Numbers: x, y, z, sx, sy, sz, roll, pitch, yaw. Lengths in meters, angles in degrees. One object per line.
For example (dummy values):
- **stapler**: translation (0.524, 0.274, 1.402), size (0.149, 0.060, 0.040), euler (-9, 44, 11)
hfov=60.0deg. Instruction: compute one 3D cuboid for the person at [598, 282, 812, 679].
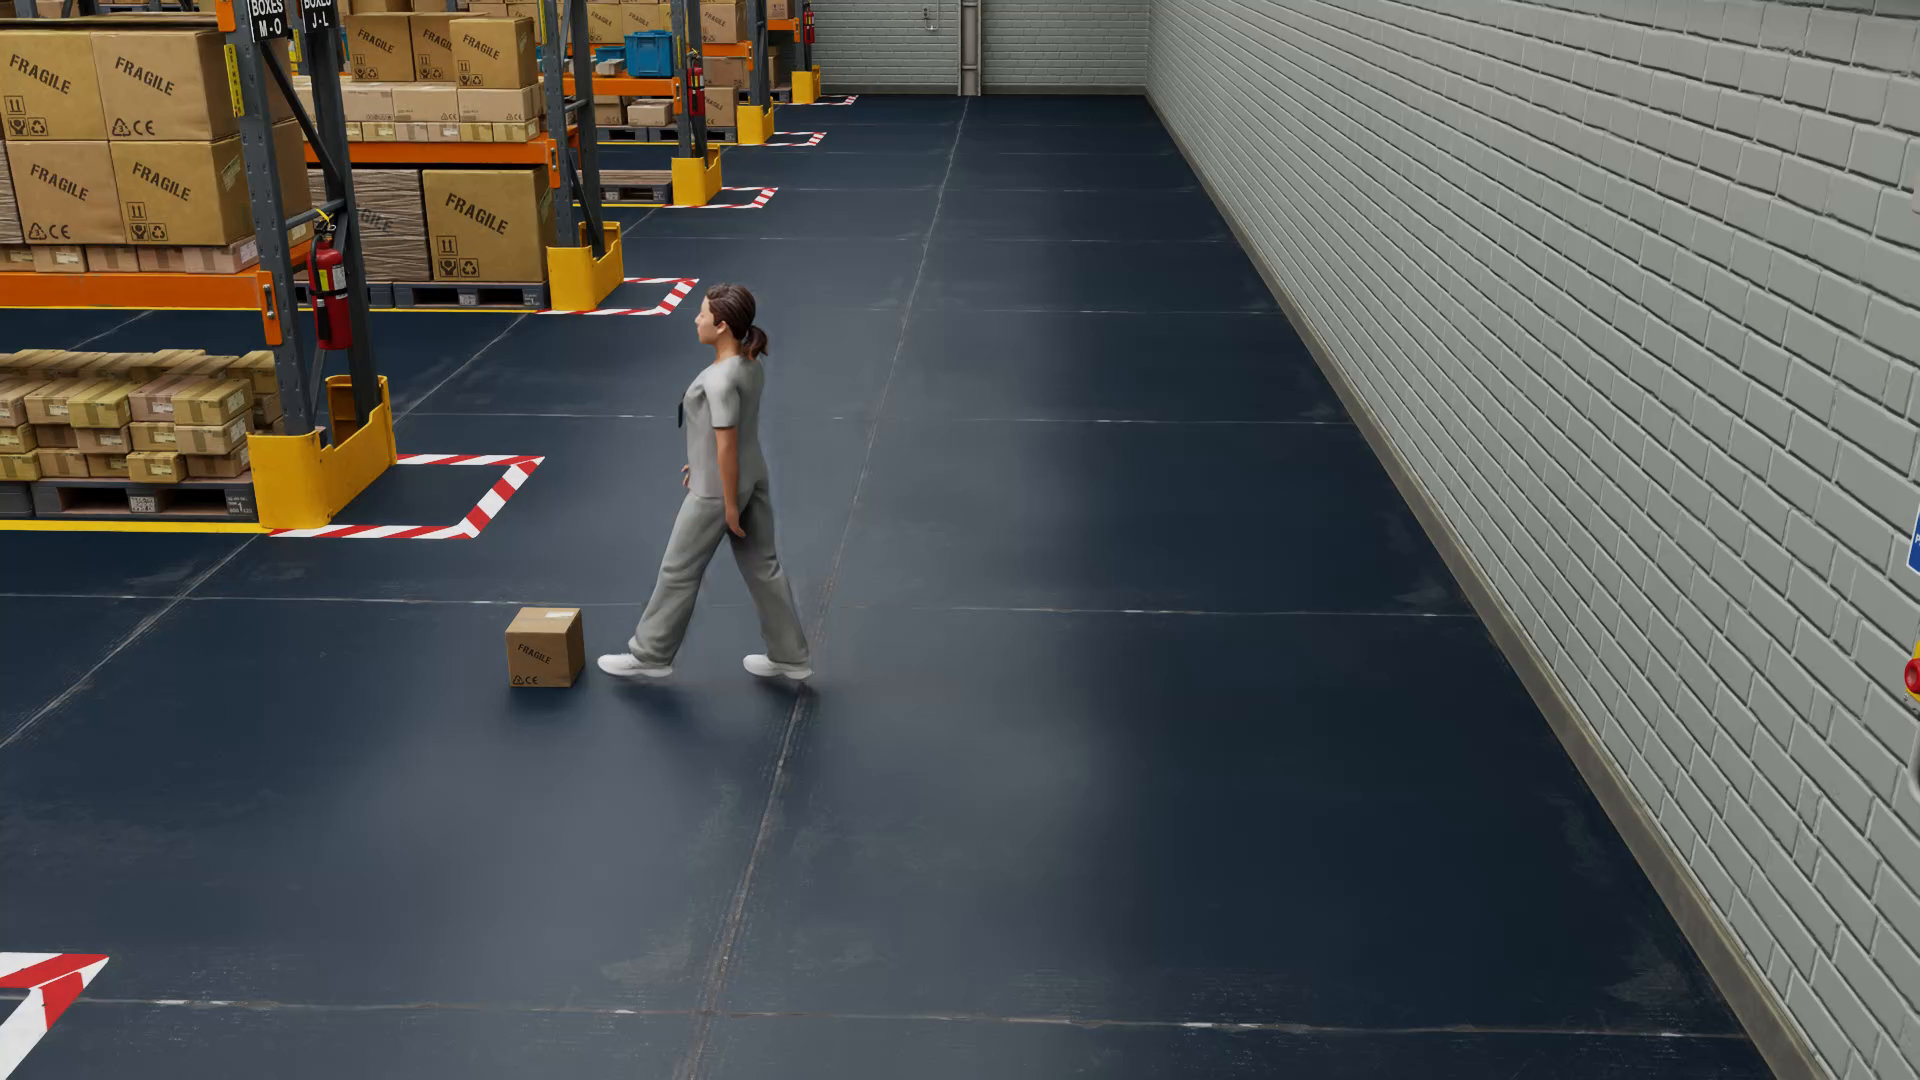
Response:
- **person**: translation (-1.028, -0.222, 6.624), size (0.854, 1.637, 0.451), euler (6, 22, 16)
